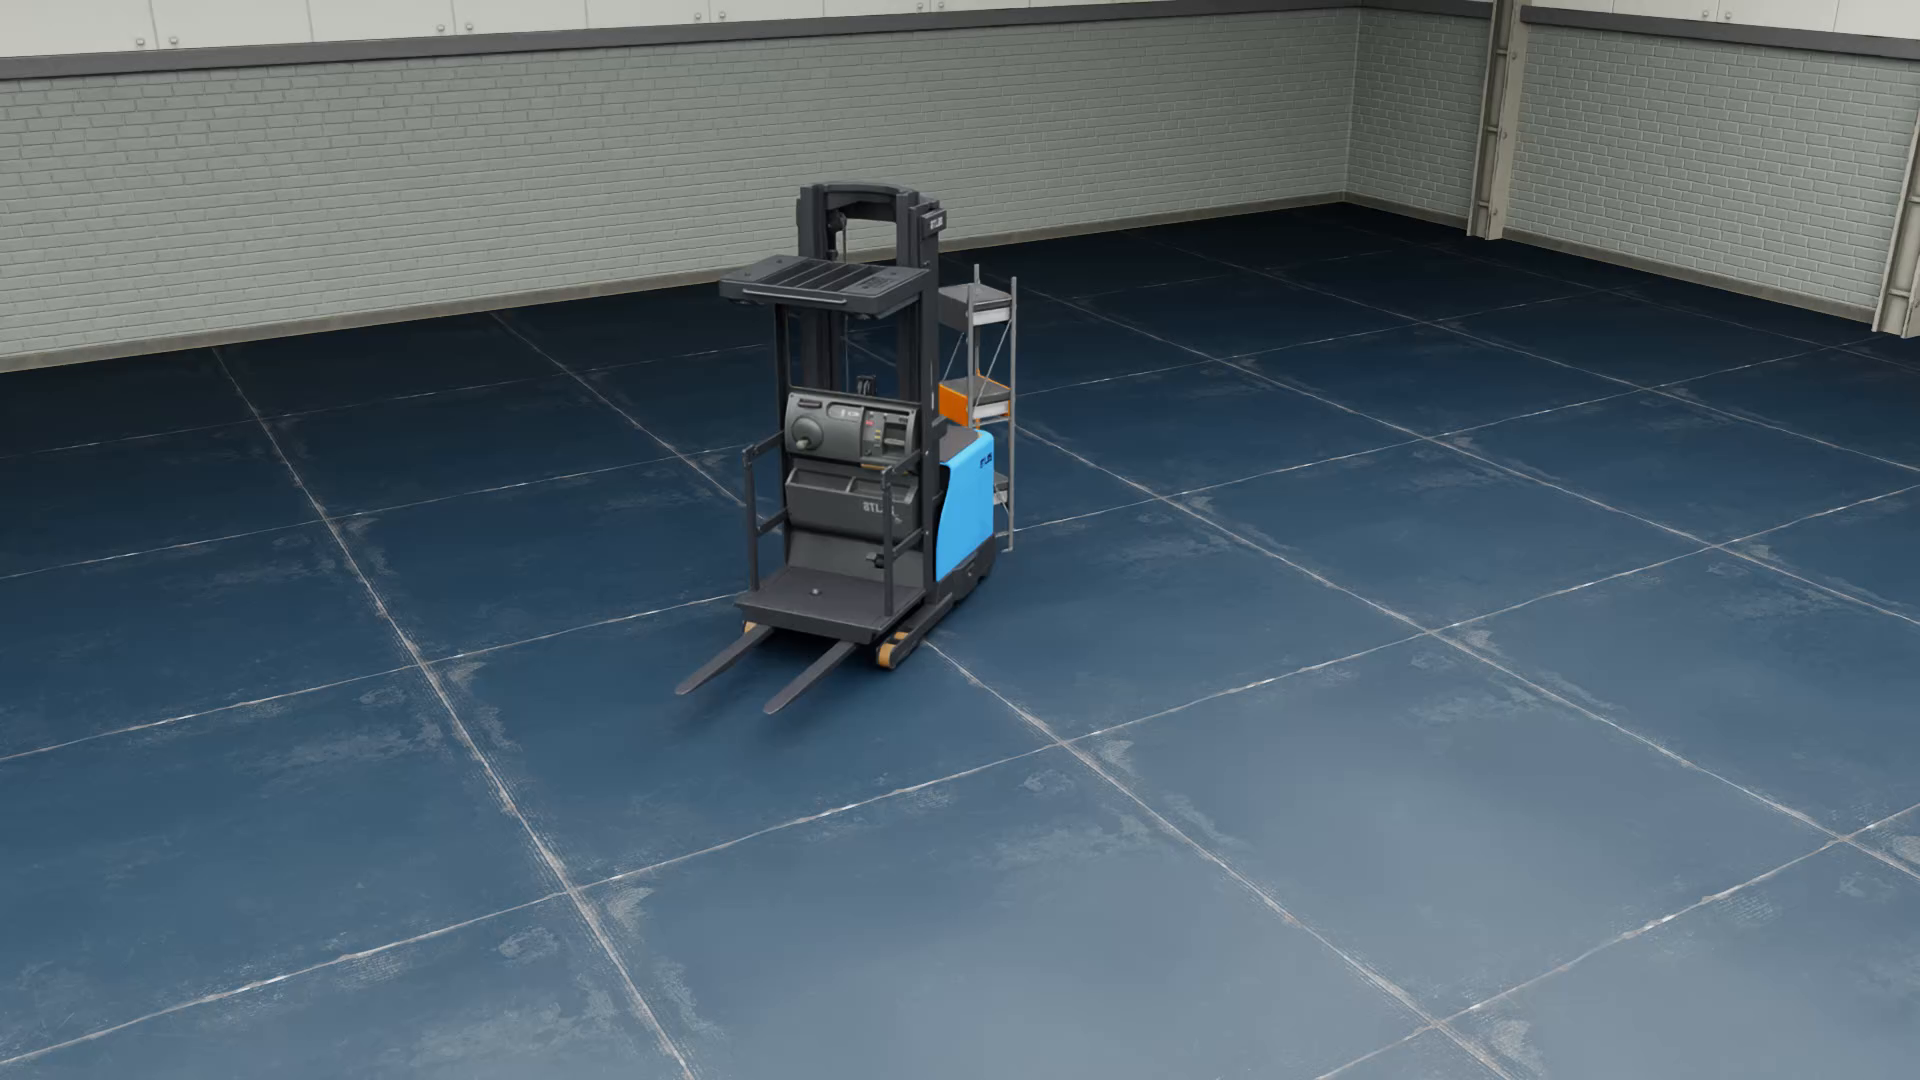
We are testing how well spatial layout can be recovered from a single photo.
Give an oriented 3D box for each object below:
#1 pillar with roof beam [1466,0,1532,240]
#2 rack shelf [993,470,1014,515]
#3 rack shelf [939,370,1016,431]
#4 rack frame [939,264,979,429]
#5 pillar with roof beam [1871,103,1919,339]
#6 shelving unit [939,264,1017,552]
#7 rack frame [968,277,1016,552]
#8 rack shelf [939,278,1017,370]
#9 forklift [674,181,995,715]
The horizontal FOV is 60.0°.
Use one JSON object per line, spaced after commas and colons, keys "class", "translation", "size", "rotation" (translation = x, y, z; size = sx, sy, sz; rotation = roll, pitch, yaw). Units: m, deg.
{"class": "pillar with roof beam", "translation": [3.637, -7.586, 19.524], "size": [9.100, 9.000, 0.400], "rotation": [-13, 25, -28]}
{"class": "rack shelf", "translation": [0.098, -0.277, 12.601], "size": [0.431, 0.518, 0.480], "rotation": [-13, 26, -30]}
{"class": "rack shelf", "translation": [0.099, -0.926, 12.337], "size": [0.431, 0.518, 0.480], "rotation": [-13, 26, -30]}
{"class": "rack frame", "translation": [-0.032, -1.016, 12.523], "size": [0.400, 2.100, 0.015], "rotation": [-13, 26, -30]}
{"class": "pillar with roof beam", "translation": [6.701, -5.644, 14.746], "size": [9.100, 9.000, 0.400], "rotation": [-13, 25, -28]}
{"class": "shelving unit", "translation": [0.099, -0.939, 12.332], "size": [0.431, 2.100, 0.503], "rotation": [-13, 26, -30]}
{"class": "rack frame", "translation": [0.229, -0.861, 12.141], "size": [0.400, 2.100, 0.015], "rotation": [-13, 26, -30]}
{"class": "rack shelf", "translation": [0.099, -1.575, 12.074], "size": [0.431, 0.518, 0.480], "rotation": [-13, 26, -30]}
{"class": "forklift", "translation": [-0.801, -0.707, 10.658], "size": [1.130, 2.935, 3.031], "rotation": [9, 24, 22]}
